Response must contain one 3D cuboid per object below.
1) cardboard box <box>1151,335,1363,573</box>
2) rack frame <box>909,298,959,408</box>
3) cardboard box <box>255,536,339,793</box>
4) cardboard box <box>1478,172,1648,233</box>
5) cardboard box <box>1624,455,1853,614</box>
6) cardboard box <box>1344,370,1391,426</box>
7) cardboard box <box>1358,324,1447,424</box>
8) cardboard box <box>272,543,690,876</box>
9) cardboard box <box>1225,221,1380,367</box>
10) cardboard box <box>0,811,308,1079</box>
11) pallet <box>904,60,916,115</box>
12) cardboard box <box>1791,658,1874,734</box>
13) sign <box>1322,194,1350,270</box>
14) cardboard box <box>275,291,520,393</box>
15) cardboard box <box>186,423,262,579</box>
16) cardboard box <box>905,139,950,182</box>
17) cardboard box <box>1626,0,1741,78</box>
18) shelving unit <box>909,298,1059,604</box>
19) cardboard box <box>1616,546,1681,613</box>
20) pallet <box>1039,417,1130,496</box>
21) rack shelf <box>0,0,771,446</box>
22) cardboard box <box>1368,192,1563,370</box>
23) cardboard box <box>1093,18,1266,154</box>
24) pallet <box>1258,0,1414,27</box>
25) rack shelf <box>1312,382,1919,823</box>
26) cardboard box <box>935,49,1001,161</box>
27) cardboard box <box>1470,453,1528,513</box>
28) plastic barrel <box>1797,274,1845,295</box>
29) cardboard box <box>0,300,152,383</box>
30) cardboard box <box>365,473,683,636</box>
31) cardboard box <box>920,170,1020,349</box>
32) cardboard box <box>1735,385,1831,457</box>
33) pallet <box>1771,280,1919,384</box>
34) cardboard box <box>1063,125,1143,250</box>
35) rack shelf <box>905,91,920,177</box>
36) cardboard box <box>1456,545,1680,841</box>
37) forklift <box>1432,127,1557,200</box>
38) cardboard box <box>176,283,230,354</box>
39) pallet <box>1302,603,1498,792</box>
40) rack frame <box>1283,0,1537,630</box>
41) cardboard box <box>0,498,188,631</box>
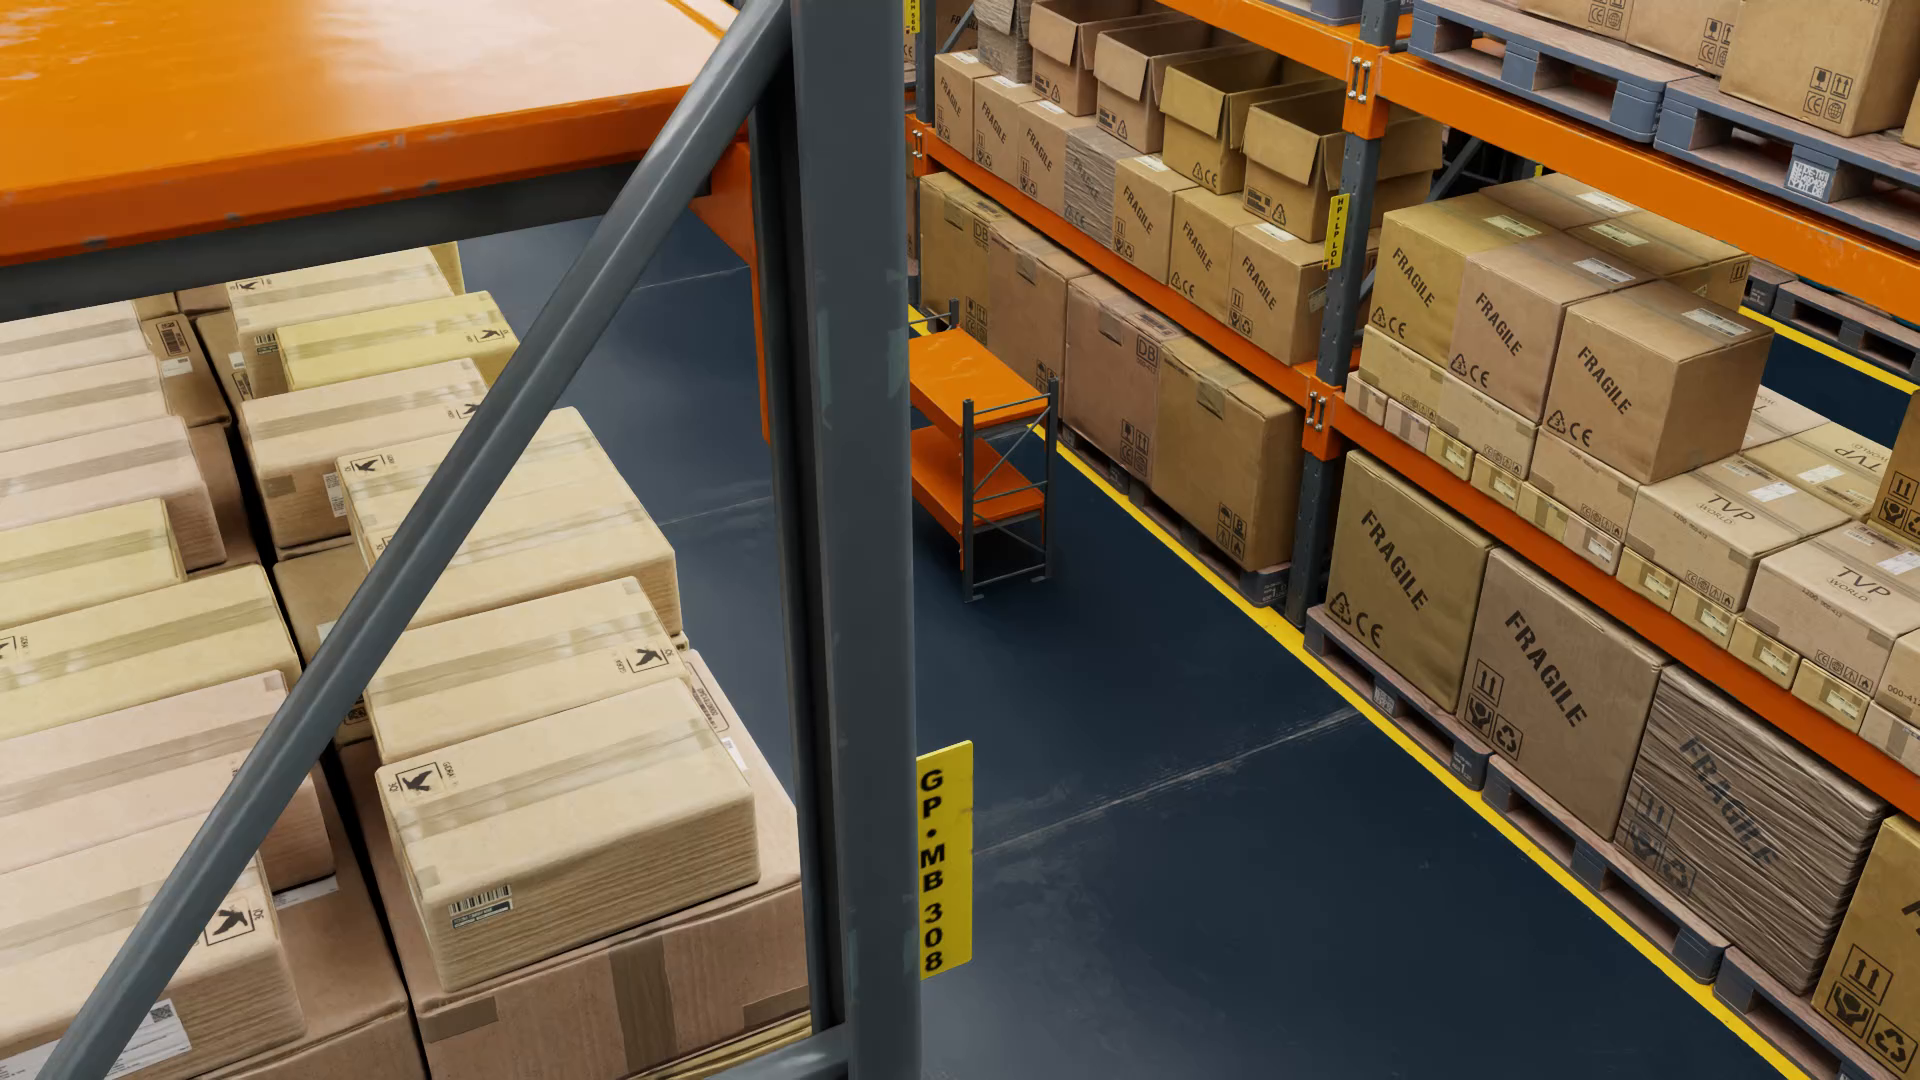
[{"bbox_3d":[1.742,-0.563,8.428,1.225,0.875,0.875,-16,36,-23],"label":"cardboard box"},{"bbox_3d":[-0.234,-0.713,8.820,0.500,1.125,0.032,-16,36,-23],"label":"rack frame"},{"bbox_3d":[-0.988,0.154,3.087,0.500,0.250,0.500,-17,36,-25],"label":"cardboard box"},{"bbox_3d":[2.509,-1.206,7.020,0.500,0.500,0.500,-15,36,-22],"label":"cardboard box"},{"bbox_3d":[2.743,-0.031,5.881,0.500,0.250,0.500,-16,36,-23],"label":"cardboard box"},{"bbox_3d":[1.902,-0.650,7.217,0.380,0.149,0.250,-16,36,-23],"label":"cardboard box"},{"bbox_3d":[2.046,-0.752,7.007,0.500,0.250,0.500,-17,36,-24],"label":"cardboard box"},{"bbox_3d":[-0.731,0.194,2.562,0.500,0.250,0.500,-16,36,-24],"label":"cardboard box"},{"bbox_3d":[1.599,-1.177,7.714,0.500,0.500,0.500,-16,36,-23],"label":"cardboard box"},{"bbox_3d":[-0.927,0.465,1.769,0.380,0.149,0.250,-16,36,-24],"label":"cardboard box"},{"bbox_3d":[-0.233,-3.122,11.020,1.213,0.211,1.003,-16,36,-23],"label":"pallet"},{"bbox_3d":[2.989,0.460,5.484,0.380,0.149,0.250,-17,36,-24],"label":"cardboard box"},{"bbox_3d":[1.583,-1.293,6.988,0.100,0.325,0.005,-16,36,-23],"label":"sign"},{"bbox_3d":[-0.991,-0.299,2.961,0.380,0.149,0.250,-15,35,-22],"label":"cardboard box"},{"bbox_3d":[-1.427,0.073,2.751,0.500,0.250,0.500,-15,36,-22],"label":"cardboard box"},{"bbox_3d":[-0.146,-2.650,11.320,0.500,0.250,0.500,-14,35,-21],"label":"cardboard box"},{"bbox_3d":[2.723,-1.888,5.562,0.700,0.500,0.500,-14,35,-21],"label":"cardboard box"},{"bbox_3d":[0.003,-0.470,8.442,0.538,1.125,1.048,-16,36,-23],"label":"shelving unit"},{"bbox_3d":[2.630,0.094,6.056,0.380,0.149,0.250,-17,36,-24],"label":"cardboard box"},{"bbox_3d":[1.059,-0.739,9.707,1.003,0.211,1.213,-16,36,-23],"label":"pallet"},{"bbox_3d":[-1.444,-1.048,2.715,1.077,0.370,4.000,-16,36,-23],"label":"rack shelf"},{"bbox_3d":[2.056,-1.065,6.800,0.500,0.500,0.500,-16,36,-23],"label":"cardboard box"},{"bbox_3d":[1.140,-2.371,8.647,0.797,0.503,0.637,-15,35,-22],"label":"cardboard box"},{"bbox_3d":[1.587,-2.588,7.406,0.805,0.209,1.217,-17,37,-25],"label":"pallet"},{"bbox_3d":[2.991,0.277,6.204,1.077,0.370,4.000,-16,36,-23],"label":"rack shelf"},{"bbox_3d":[0.179,-2.631,9.983,0.500,0.500,0.500,-15,35,-22],"label":"cardboard box"},{"bbox_3d":[2.272,-0.274,6.630,0.380,0.149,0.250,-17,36,-24],"label":"cardboard box"},{"bbox_3d":[5.871,-2.121,10.836,0.600,0.901,0.708,-16,36,-23],"label":"plastic barrel"},{"bbox_3d":[-1.624,-0.275,2.924,0.380,0.149,0.250,-17,36,-24],"label":"cardboard box"},{"bbox_3d":[-0.626,0.064,2.395,0.380,0.149,0.250,-16,36,-23],"label":"cardboard box"},{"bbox_3d":[0.497,-1.837,10.417,1.225,0.875,0.875,-18,37,-25],"label":"cardboard box"},{"bbox_3d":[2.978,-0.408,6.469,0.500,0.250,0.500,-15,36,-22],"label":"cardboard box"},{"bbox_3d":[6.117,-1.431,10.788,1.003,0.211,1.213,-16,36,-23],"label":"pallet"},{"bbox_3d":[0.895,-1.903,8.847,0.500,0.500,0.500,-16,36,-23],"label":"cardboard box"},{"bbox_3d":[-0.739,-3.541,12.163,1.077,0.370,4.000,-16,36,-23],"label":"rack shelf"},{"bbox_3d":[2.715,0.502,6.766,0.875,0.875,0.875,-16,36,-23],"label":"cardboard box"},{"bbox_3d":[3.589,-2.338,9.683,3.031,2.935,1.130,-26,41,-34],"label":"forklift"},{"bbox_3d":[-1.457,-0.536,3.702,0.500,0.250,0.500,-14,35,-21],"label":"cardboard box"},{"bbox_3d":[2.344,0.576,7.655,1.003,0.211,1.213,-16,36,-23],"label":"pallet"},{"bbox_3d":[2.058,-0.980,7.500,1.000,3.000,0.127,-16,36,-23],"label":"rack frame"},{"bbox_3d":[-1.294,0.101,2.337,0.380,0.149,0.250,-15,36,-22],"label":"cardboard box"}]
